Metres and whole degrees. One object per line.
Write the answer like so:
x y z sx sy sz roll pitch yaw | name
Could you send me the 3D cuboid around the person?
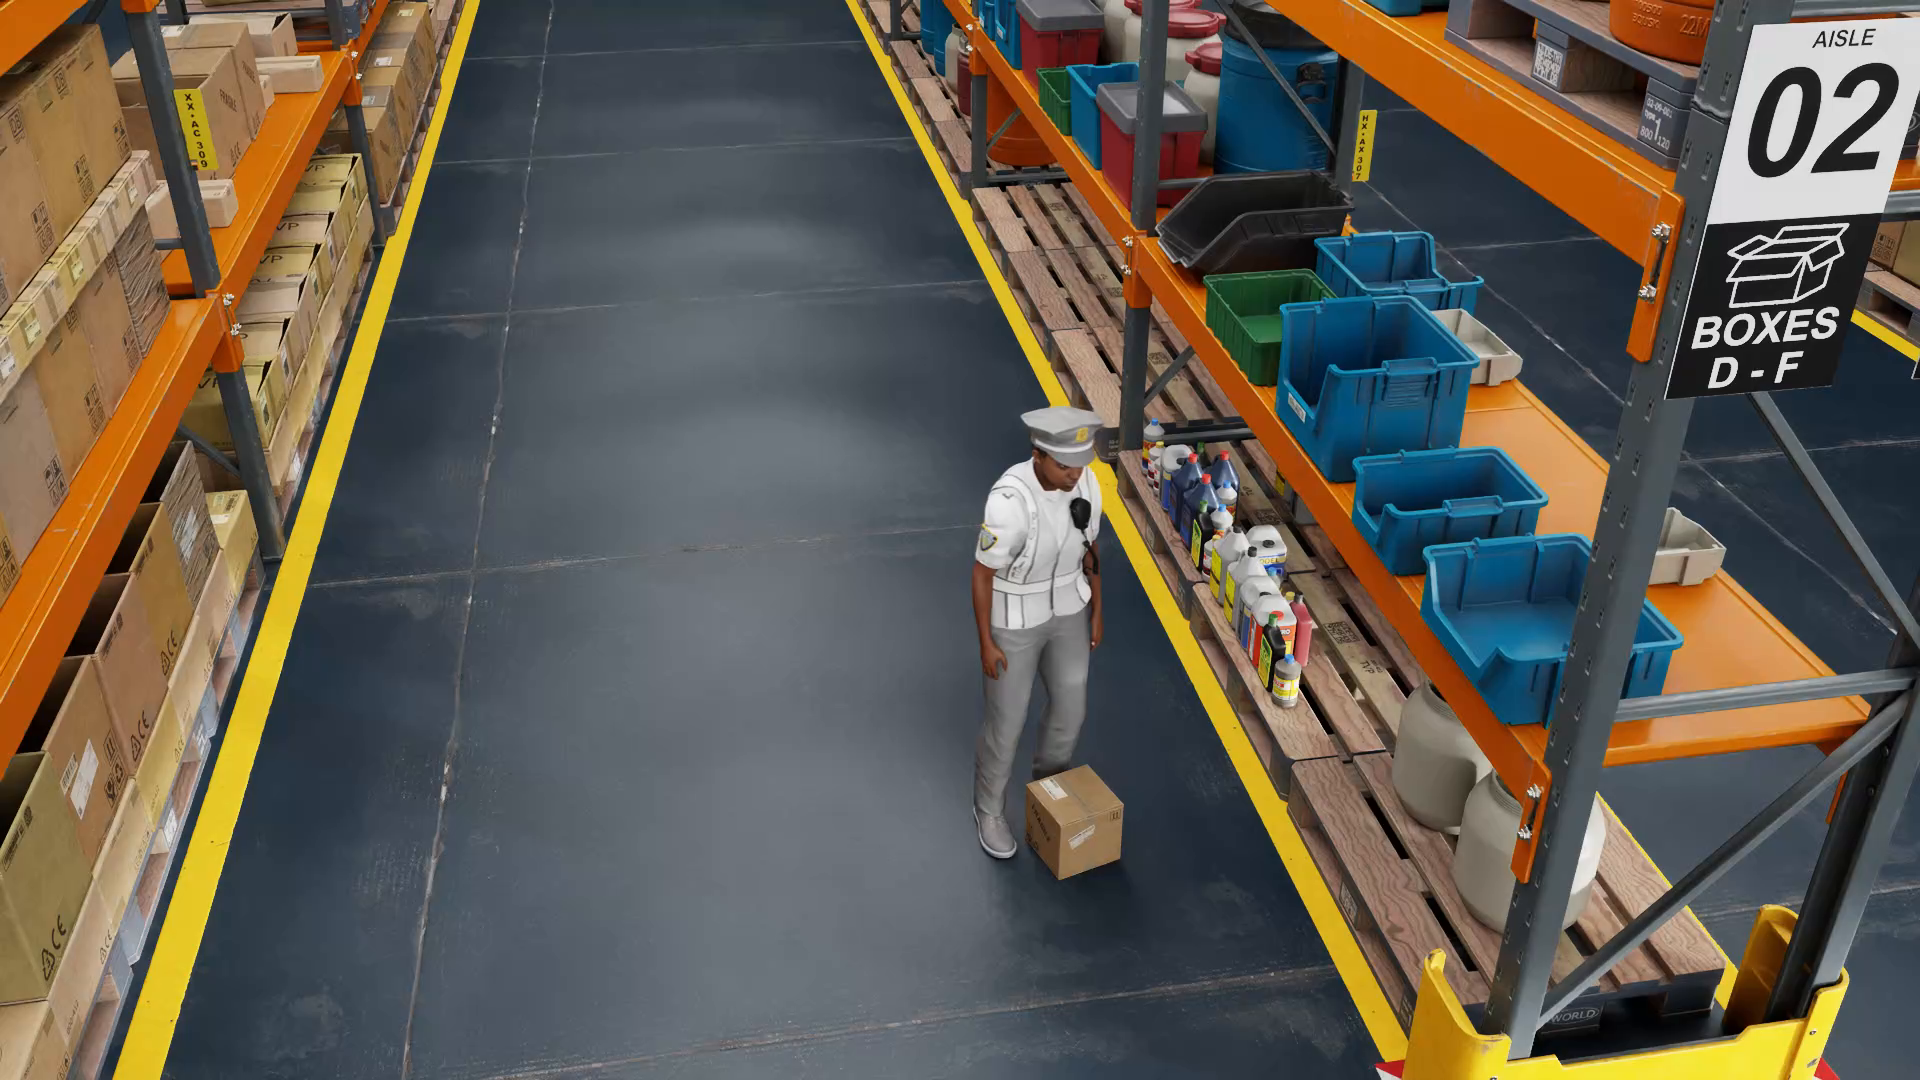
0.264 0.288 5.650 0.510 1.659 0.395 -16 34 -24 | person
